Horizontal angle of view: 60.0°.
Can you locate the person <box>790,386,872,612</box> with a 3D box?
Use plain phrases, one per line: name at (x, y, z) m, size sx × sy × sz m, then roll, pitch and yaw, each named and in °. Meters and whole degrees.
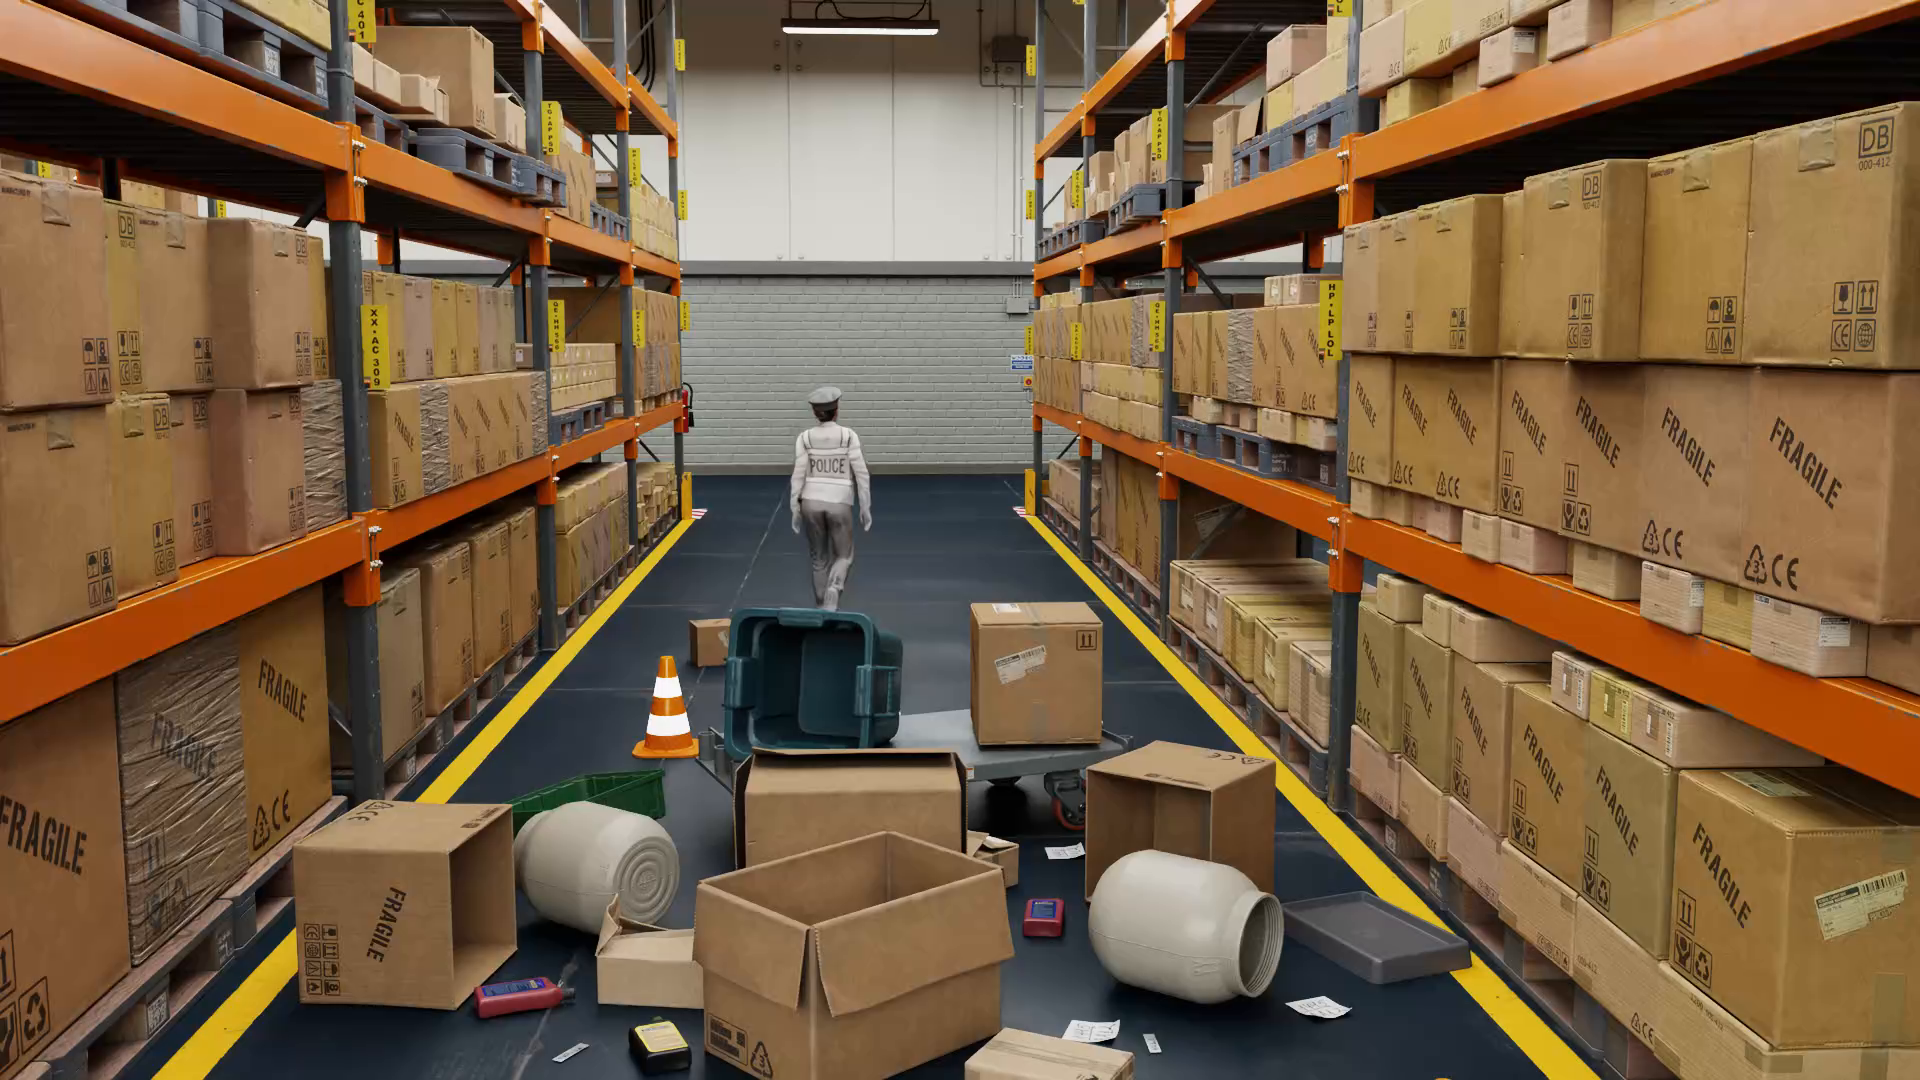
person at (-0.889, -0.217, 11.363) m, size 0.566 × 1.651 × 0.688 m, roll 0°, pitch 7°, yaw 1°
